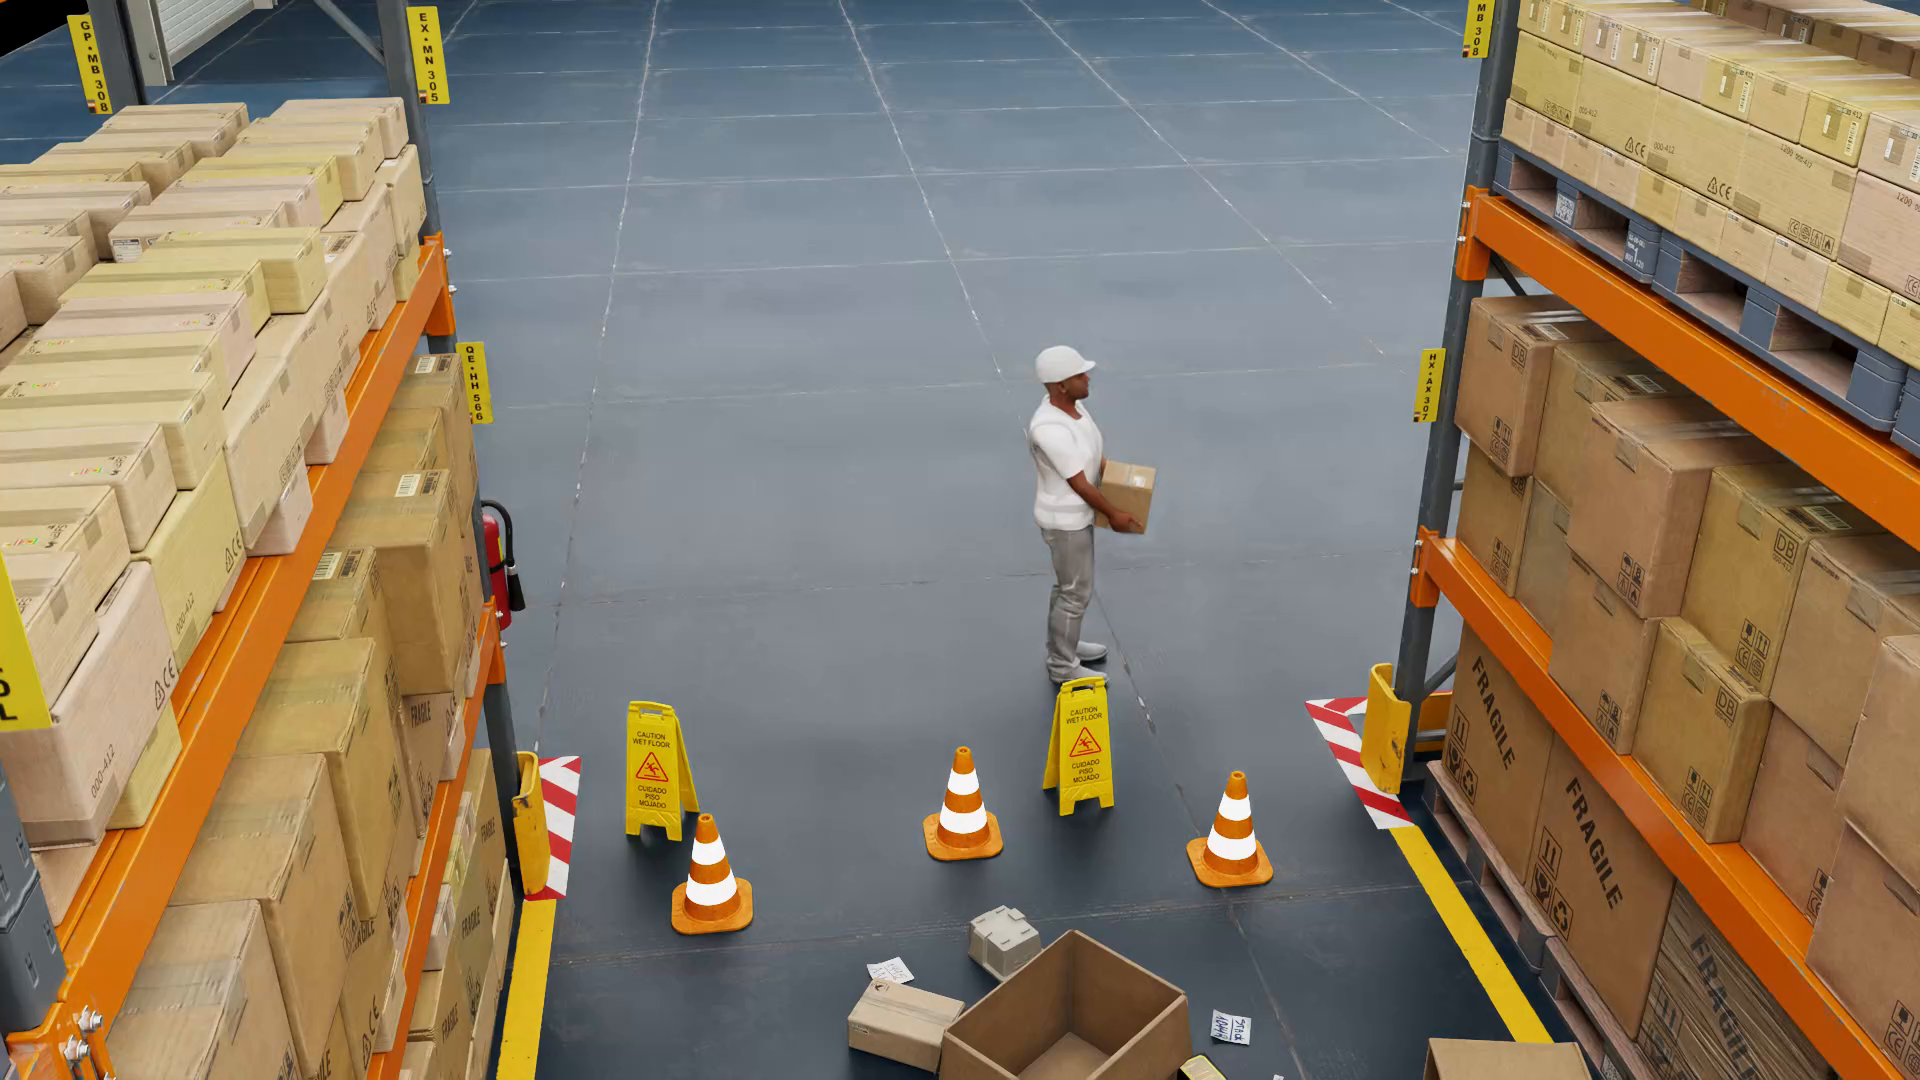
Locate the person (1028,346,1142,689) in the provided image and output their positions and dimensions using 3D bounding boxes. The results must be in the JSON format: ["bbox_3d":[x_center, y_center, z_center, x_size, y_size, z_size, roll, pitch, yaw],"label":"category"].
[{"bbox_3d":[0.634,-0.118,8.322,0.573,1.769,0.513,5,27,9],"label":"person"}]
